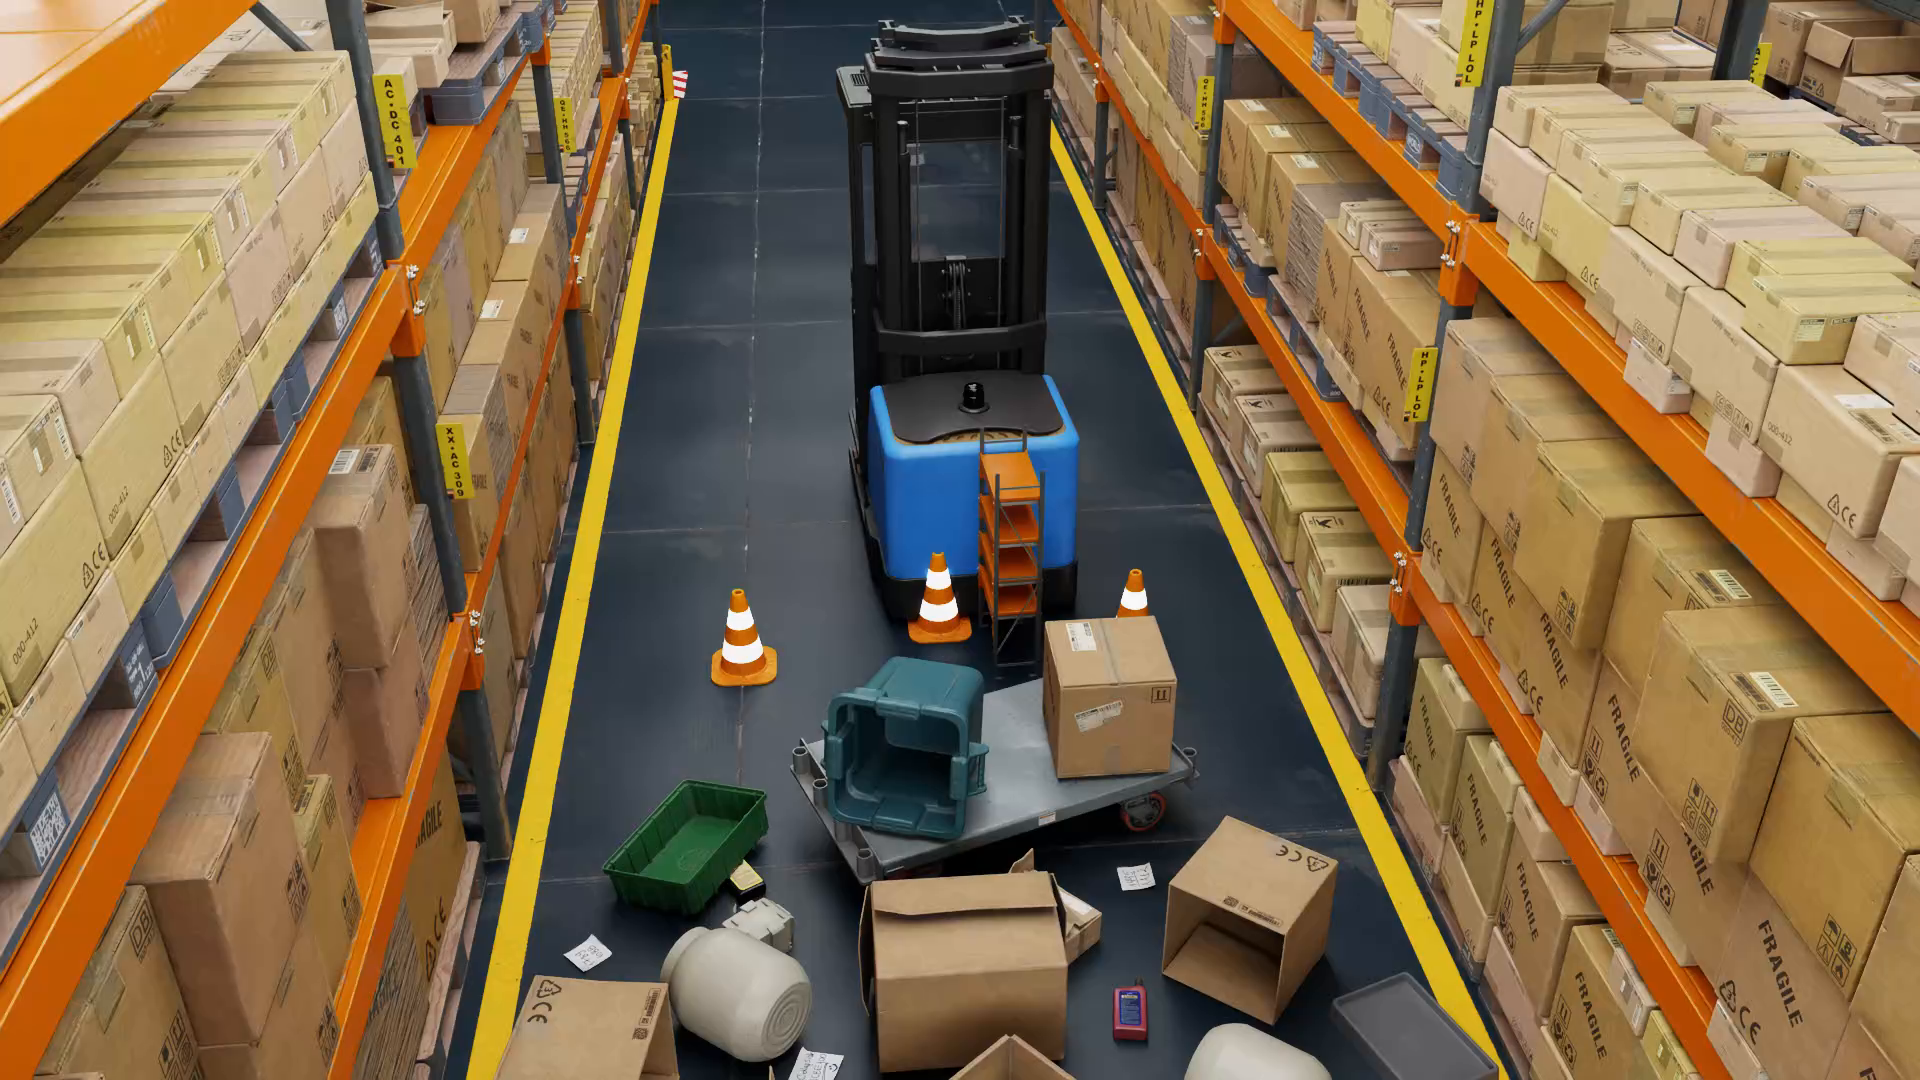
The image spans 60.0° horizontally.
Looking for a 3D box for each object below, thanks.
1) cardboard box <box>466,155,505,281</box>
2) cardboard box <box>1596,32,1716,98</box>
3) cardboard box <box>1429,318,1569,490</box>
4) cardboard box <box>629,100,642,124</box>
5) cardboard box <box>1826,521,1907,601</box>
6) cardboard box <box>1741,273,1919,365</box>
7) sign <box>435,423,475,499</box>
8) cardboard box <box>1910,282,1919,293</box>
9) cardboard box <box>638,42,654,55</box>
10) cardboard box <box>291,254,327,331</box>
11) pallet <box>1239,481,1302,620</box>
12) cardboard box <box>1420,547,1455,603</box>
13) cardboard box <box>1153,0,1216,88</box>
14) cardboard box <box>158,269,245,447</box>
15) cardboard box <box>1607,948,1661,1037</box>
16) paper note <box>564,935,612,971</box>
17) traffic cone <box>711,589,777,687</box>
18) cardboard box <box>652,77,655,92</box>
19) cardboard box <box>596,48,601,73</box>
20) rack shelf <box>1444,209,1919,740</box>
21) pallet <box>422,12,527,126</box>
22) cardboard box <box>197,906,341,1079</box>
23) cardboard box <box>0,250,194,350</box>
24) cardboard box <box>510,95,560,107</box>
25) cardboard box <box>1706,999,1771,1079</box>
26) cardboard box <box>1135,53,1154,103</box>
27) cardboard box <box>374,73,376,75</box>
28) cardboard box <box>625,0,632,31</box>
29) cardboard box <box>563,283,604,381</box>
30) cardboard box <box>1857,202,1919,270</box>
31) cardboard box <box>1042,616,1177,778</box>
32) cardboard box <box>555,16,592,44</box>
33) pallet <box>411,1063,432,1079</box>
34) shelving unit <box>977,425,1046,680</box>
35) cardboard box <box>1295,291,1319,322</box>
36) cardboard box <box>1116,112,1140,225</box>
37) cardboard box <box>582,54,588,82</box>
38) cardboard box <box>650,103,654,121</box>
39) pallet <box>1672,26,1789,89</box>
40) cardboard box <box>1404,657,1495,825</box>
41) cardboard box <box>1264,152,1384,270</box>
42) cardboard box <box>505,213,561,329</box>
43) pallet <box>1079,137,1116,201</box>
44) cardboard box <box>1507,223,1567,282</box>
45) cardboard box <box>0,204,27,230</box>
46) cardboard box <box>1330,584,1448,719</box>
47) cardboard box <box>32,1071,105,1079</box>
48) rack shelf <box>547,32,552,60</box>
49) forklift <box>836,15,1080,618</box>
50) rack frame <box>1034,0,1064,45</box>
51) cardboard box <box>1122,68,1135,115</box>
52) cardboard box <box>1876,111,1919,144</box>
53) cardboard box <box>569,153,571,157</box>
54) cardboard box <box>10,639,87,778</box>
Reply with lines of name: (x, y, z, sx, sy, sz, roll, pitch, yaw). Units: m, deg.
cardboard box: (-2.742, -1.635, 8.489, 0.700, 0.500, 0.500, -3, 31, -5)
cardboard box: (2.765, -1.880, 6.783, 0.500, 0.250, 0.500, -4, 31, -6)
cardboard box: (2.245, -0.523, 6.338, 0.700, 0.500, 0.500, -3, 31, -5)
cardboard box: (-3.101, -3.888, 15.124, 0.380, 0.149, 0.250, -2, 31, -4)
cardboard box: (2.407, 0.015, 4.120, 0.380, 0.149, 0.250, -3, 31, -5)
cardboard box: (2.292, -0.578, 4.335, 0.380, 0.149, 0.250, -2, 31, -3)
sign: (-1.946, -0.303, 6.410, 0.100, 0.325, 0.005, -3, 31, -5)
cardboard box: (2.873, -0.520, 4.626, 0.500, 0.250, 0.500, -2, 31, -4)
cardboard box: (-3.318, -4.950, 16.903, 0.380, 0.149, 0.250, -2, 31, -4)
cardboard box: (-2.073, -0.711, 4.828, 0.380, 0.149, 0.250, -3, 31, -4)
pallet: (2.229, 0.017, 9.516, 1.003, 0.211, 1.213, -3, 31, -5)
cardboard box: (2.130, 0.126, 6.860, 0.380, 0.149, 0.250, -3, 31, -5)
cardboard box: (1.642, -3.440, 11.511, 0.500, 0.500, 0.500, -3, 31, -5)
cardboard box: (-2.057, -0.433, 3.975, 0.500, 0.250, 0.500, -3, 31, -5)
cardboard box: (2.315, 1.440, 5.323, 0.380, 0.149, 0.250, -1, 31, -2)
paper note: (-1.534, 1.705, 6.866, 0.142, 0.020, 0.147, 27, 40, 37)
traffic cone: (-1.121, 0.462, 8.525, 0.336, 0.463, 0.334, -3, 31, -5)
cardboard box: (-3.236, -4.559, 16.539, 0.380, 0.149, 0.250, -4, 31, -7)
cardboard box: (-2.987, -3.701, 12.856, 0.380, 0.149, 0.250, -3, 31, -4)
rack shelf: (2.607, -0.116, 4.796, 1.077, 0.370, 4.000, -3, 31, -5)
pallet: (-2.652, -2.222, 7.803, 1.003, 0.211, 1.213, -1, 31, -2)
cardboard box: (-2.205, 1.349, 4.420, 0.875, 0.550, 0.550, -3, 31, -5)
cardboard box: (-1.981, -0.538, 3.761, 0.380, 0.149, 0.250, -2, 31, -4)
cardboard box: (-2.769, -2.748, 10.680, 0.380, 0.149, 0.250, -3, 31, -5)
cardboard box: (2.355, 1.425, 4.684, 0.380, 0.149, 0.250, -2, 31, -4)
cardboard box: (1.580, -3.373, 12.131, 0.500, 0.250, 0.500, -4, 31, -6)
cardboard box: (-2.307, -1.643, 6.275, 0.258, 0.266, 0.396, -3, 31, -5)
cardboard box: (-3.095, -4.642, 14.209, 0.500, 0.500, 0.500, -3, 31, -5)
cardboard box: (-2.685, -1.392, 11.184, 0.500, 0.500, 0.500, -4, 31, -7)
cardboard box: (2.855, -0.870, 4.824, 0.380, 0.149, 0.250, -2, 31, -4)
cardboard box: (0.651, 0.690, 7.369, 0.500, 0.500, 0.500, -3, 31, -5)
cardboard box: (-2.966, -3.817, 12.471, 0.380, 0.149, 0.250, -4, 31, -6)
pallet: (-2.389, 2.344, 5.620, 1.003, 0.211, 1.213, -3, 31, -5)
shelving unit: (0.254, 0.069, 8.464, 0.258, 1.200, 0.503, -4, 31, -7)
cardboard box: (1.994, -1.271, 8.788, 0.380, 0.149, 0.250, -2, 31, -3)
cardboard box: (1.810, -3.198, 13.842, 0.875, 0.875, 0.875, -2, 31, -3)
cardboard box: (-2.914, -3.427, 12.108, 0.380, 0.149, 0.250, -4, 31, -7)
cardboard box: (-3.177, -4.176, 16.187, 0.380, 0.149, 0.250, -4, 31, -7)
pallet: (6.580, -3.987, 13.687, 1.003, 0.211, 1.213, -3, 31, -5)
cardboard box: (2.206, 0.834, 6.969, 0.500, 0.500, 0.500, -1, 31, -2)
cardboard box: (1.970, -1.774, 8.998, 0.500, 0.500, 0.500, -2, 31, -4)
cardboard box: (-2.518, -1.483, 9.210, 0.500, 0.500, 0.500, -3, 31, -5)
pallet: (1.679, -3.438, 15.300, 1.003, 0.211, 1.213, -3, 31, -5)
cardboard box: (2.171, -1.031, 5.871, 0.380, 0.149, 0.250, -3, 31, -5)
cardboard box: (-2.706, -0.893, 4.355, 0.380, 0.149, 0.250, -2, 31, -4)
cardboard box: (2.369, 0.522, 8.105, 0.950, 0.372, 0.625, -2, 31, -4)
cardboard box: (-2.121, 1.453, 3.193, 0.875, 0.550, 0.550, -3, 31, -5)
rack shelf: (-3.059, -3.912, 11.151, 1.077, 0.370, 4.000, -3, 31, -5)
forklift: (-0.094, -1.577, 9.532, 1.130, 2.935, 3.031, -4, 31, -7)
rack frame: (1.299, -6.285, 17.347, 1.000, 3.000, 0.127, -3, 31, -5)
cardboard box: (1.533, -3.415, 12.688, 0.500, 0.250, 0.500, -3, 31, -5)
cardboard box: (6.545, -2.830, 11.398, 0.380, 0.149, 0.250, -2, 31, -4)
cardboard box: (-2.791, -2.635, 11.072, 0.380, 0.149, 0.250, -1, 31, -2)
cardboard box: (-1.885, 0.321, 3.100, 0.380, 0.149, 0.250, -3, 31, -4)
